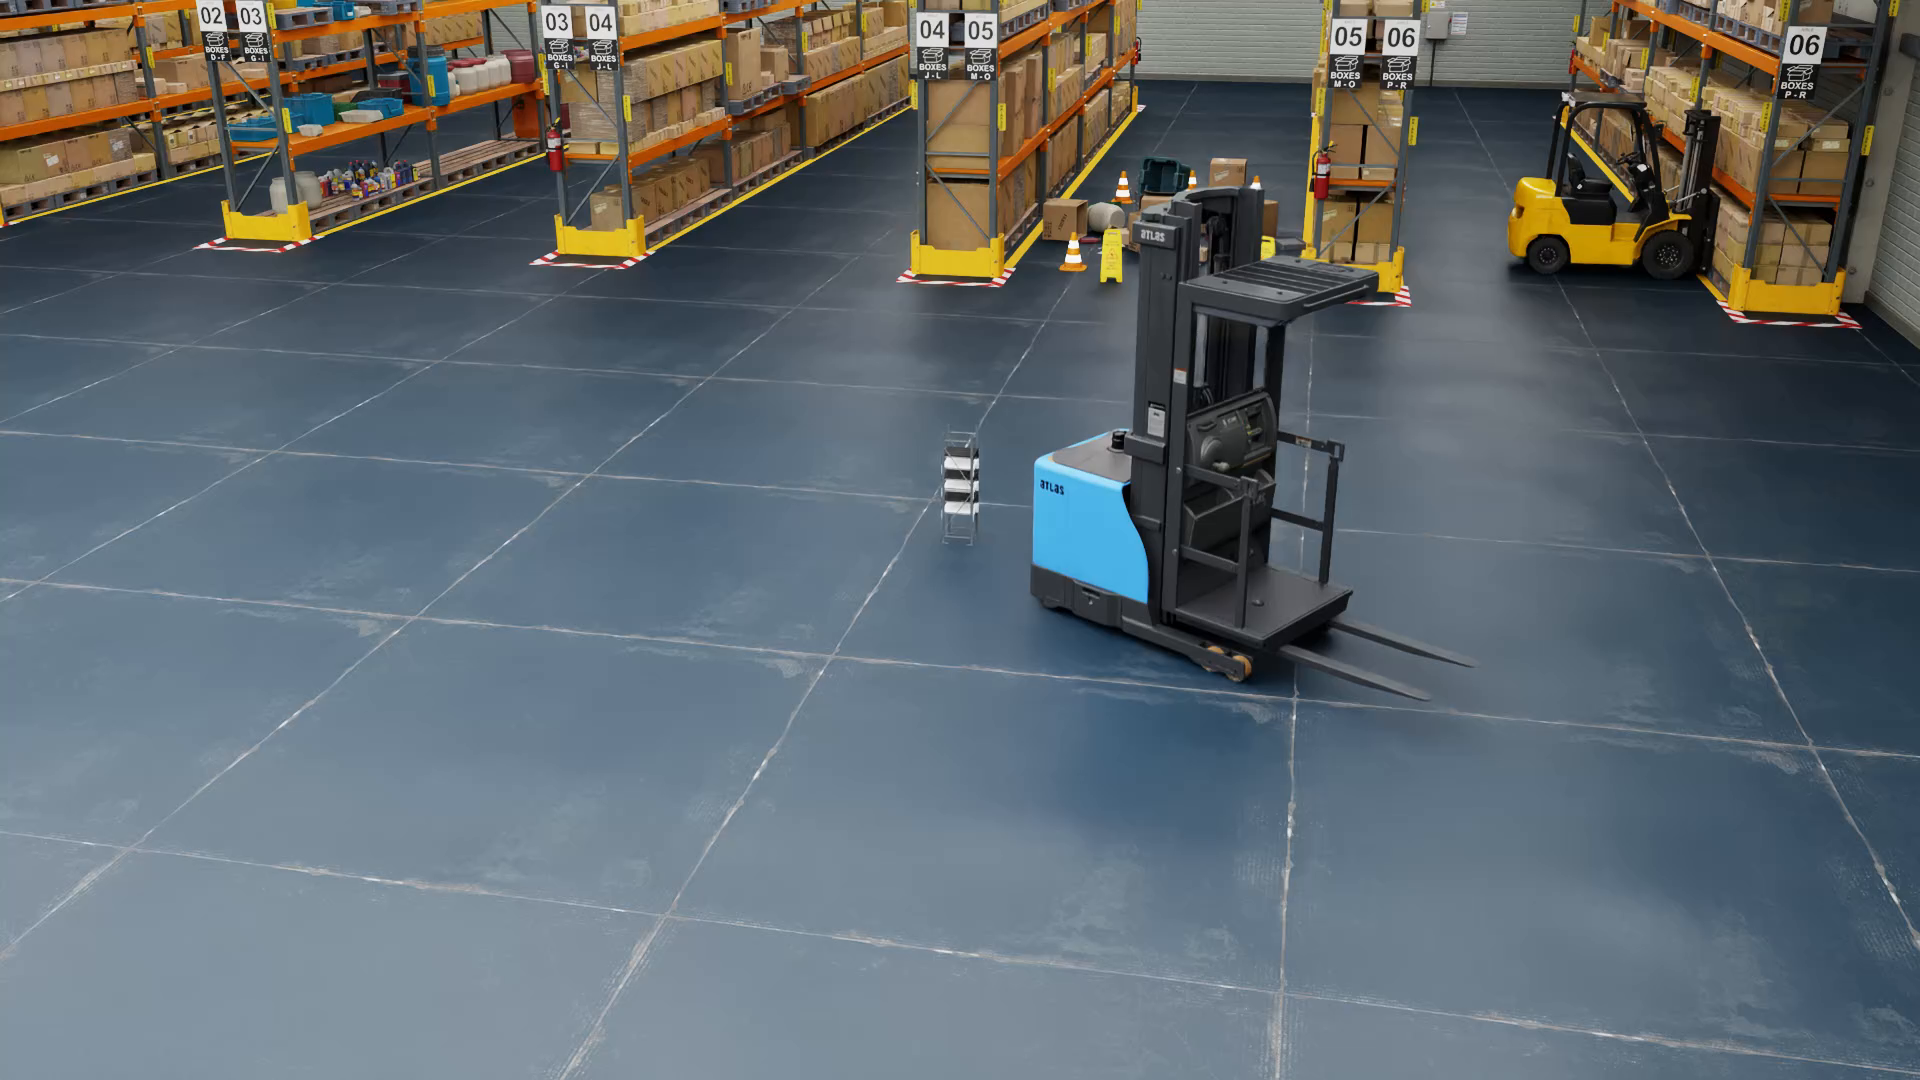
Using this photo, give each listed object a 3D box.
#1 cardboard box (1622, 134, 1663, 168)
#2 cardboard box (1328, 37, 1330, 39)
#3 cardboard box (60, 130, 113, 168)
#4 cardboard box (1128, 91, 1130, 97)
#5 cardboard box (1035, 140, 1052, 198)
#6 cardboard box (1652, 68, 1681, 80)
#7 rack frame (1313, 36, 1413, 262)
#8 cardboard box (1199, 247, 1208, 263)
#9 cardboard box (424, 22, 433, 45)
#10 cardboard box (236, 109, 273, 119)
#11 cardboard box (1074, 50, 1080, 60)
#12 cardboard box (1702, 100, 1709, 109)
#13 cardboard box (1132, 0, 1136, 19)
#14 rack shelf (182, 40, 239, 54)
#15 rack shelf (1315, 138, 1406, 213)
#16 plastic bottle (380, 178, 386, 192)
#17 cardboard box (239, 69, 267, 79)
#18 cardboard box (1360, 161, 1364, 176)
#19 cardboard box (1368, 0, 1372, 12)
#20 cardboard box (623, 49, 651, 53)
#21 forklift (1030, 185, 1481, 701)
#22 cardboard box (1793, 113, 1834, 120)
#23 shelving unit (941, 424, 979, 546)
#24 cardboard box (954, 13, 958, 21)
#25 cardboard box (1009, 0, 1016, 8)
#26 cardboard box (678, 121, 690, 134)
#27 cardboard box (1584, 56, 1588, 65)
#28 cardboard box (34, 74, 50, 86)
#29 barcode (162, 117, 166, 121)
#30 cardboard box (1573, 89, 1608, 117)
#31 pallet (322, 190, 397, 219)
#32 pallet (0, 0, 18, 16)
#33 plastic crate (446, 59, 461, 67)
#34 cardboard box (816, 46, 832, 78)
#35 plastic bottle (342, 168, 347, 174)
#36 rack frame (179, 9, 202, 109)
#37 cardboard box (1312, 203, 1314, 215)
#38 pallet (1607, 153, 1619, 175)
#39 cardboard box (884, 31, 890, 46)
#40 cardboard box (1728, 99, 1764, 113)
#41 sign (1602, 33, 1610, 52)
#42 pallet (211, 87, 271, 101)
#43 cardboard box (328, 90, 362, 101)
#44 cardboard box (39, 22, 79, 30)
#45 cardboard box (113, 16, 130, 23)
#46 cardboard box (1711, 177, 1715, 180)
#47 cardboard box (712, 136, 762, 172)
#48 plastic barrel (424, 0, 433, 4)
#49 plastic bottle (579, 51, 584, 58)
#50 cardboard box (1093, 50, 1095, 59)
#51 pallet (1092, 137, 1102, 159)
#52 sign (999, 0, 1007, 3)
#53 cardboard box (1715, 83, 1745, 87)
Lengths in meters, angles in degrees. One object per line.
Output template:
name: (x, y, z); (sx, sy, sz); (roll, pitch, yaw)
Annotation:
cardboard box: (11.321, -6.434, 27.599); (0.500, 0.500, 0.500); (4, 22, 10)
cardboard box: (4.909, -6.489, 21.271); (0.380, 0.149, 0.250); (4, 22, 10)
cardboard box: (-13.835, -6.188, 26.317); (0.500, 0.500, 0.500); (4, 22, 11)
cardboard box: (3.410, -9.485, 35.244); (0.380, 0.149, 0.250); (4, 22, 9)
cardboard box: (0.829, -5.686, 25.405); (1.050, 0.750, 0.750); (4, 22, 11)
cardboard box: (10.926, -7.201, 25.717); (0.380, 0.149, 0.250); (5, 22, 12)
rack frame: (4.840, -4.497, 20.005); (1.000, 3.000, 0.127); (4, 22, 11)
cardboard box: (3.130, -3.808, 22.109); (0.380, 0.149, 0.250); (18, 28, 38)
cardboard box: (-11.638, -10.797, 35.514); (0.500, 0.500, 0.500); (5, 22, 12)
cardboard box: (-12.891, -7.713, 30.359); (0.500, 0.311, 0.500); (4, 22, 10)
cardboard box: (1.891, -8.273, 28.359); (0.380, 0.149, 0.250); (4, 22, 11)
cardboard box: (10.194, -5.834, 22.321); (0.380, 0.149, 0.250); (4, 22, 10)
cardboard box: (3.389, -11.151, 34.656); (0.500, 0.500, 0.500); (4, 22, 10)
rack shelf: (-16.552, -11.172, 37.541); (1.077, 0.370, 4.000); (4, 22, 11)
rack shelf: (5.248, -4.895, 21.955); (1.077, 0.370, 4.000); (4, 22, 11)
plastic bottle: (-8.882, -5.449, 25.525); (0.097, 0.201, 0.097); (0, 22, 0)
cardboard box: (-12.839, -8.468, 30.201); (0.380, 0.149, 0.250); (4, 22, 11)
cardboard box: (5.150, -4.583, 20.553); (0.380, 0.149, 0.250); (5, 22, 12)
cardboard box: (4.847, -6.563, 20.388); (0.380, 0.149, 0.250); (5, 22, 11)
cardboard box: (-4.680, -6.669, 23.527); (0.500, 0.500, 0.500); (4, 22, 11)
forklift: (1.912, -0.676, 10.608); (3.031, 2.935, 1.130); (19, 29, 39)
cardboard box: (10.170, -4.992, 19.833); (0.380, 0.149, 0.250); (5, 22, 11)
shelving unit: (0.002, -0.420, 12.693); (0.258, 0.900, 0.210); (4, 22, 11)
cardboard box: (-0.238, -6.593, 20.834); (0.380, 0.149, 0.250); (5, 22, 11)
cardboard box: (0.426, -6.881, 21.016); (0.500, 0.250, 0.500); (4, 22, 10)
cardboard box: (-4.122, -5.950, 23.950); (0.380, 0.149, 0.250); (4, 22, 11)
cardboard box: (12.318, -9.288, 32.238); (0.380, 0.149, 0.250); (4, 22, 9)
cardboard box: (-14.007, -6.955, 25.105); (0.380, 0.149, 0.250); (4, 22, 10)
barcode: (-13.282, -7.024, 27.750); (0.001, 0.075, 0.075); (4, 22, 11)
cardboard box: (12.748, -8.792, 33.448); (0.797, 0.503, 0.637); (4, 22, 9)
pallet: (-9.318, -5.110, 25.258); (1.003, 0.211, 1.213); (4, 22, 11)
pallet: (-14.389, -7.616, 23.852); (1.003, 0.211, 1.213); (4, 22, 11)
plastic crate: (-8.707, -8.018, 28.661); (0.402, 0.464, 0.583); (4, 22, 11)
cardboard box: (-2.659, -8.758, 30.451); (0.500, 0.500, 0.500); (4, 22, 10)
plastic bottle: (-9.578, -5.647, 25.908); (0.061, 0.283, 0.133); (5, 23, 13)
rack frame: (-16.960, -10.774, 35.590); (1.000, 3.000, 0.127); (4, 22, 11)
cardboard box: (5.272, -4.684, 23.588); (0.500, 0.250, 0.500); (3, 22, 8)
pallet: (11.773, -6.467, 28.630); (1.003, 0.211, 1.213); (4, 22, 11)
cardboard box: (-1.745, -10.413, 34.495); (0.500, 0.250, 0.500); (4, 22, 11)
cardboard box: (9.976, -5.497, 21.087); (0.380, 0.149, 0.250); (4, 22, 11)
sign: (11.616, -8.949, 29.900); (0.100, 0.325, 0.005); (4, 22, 11)
pallet: (-16.481, -10.200, 37.898); (1.003, 0.211, 1.213); (4, 22, 11)
cardboard box: (-12.243, -8.690, 33.174); (0.500, 0.500, 0.500); (4, 22, 9)
cardboard box: (-17.425, -10.010, 32.129); (0.500, 0.250, 0.500); (5, 22, 12)
cardboard box: (-17.126, -10.566, 33.511); (0.500, 0.250, 0.500); (4, 22, 10)
cardboard box: (10.111, -4.813, 22.569); (0.500, 0.250, 0.500); (4, 22, 10)
cardboard box: (-3.669, -6.361, 27.389); (0.700, 0.500, 0.500); (3, 22, 6)
plastic barrel: (-8.869, -9.159, 26.893); (0.600, 0.901, 0.600); (0, 22, 0)
plastic bottle: (-7.280, -9.256, 31.976); (0.061, 0.283, 0.133); (4, 22, 11)
cardboard box: (2.214, -8.711, 29.844); (0.380, 0.149, 0.250); (5, 23, 13)
pallet: (2.018, -7.200, 30.449); (1.003, 0.211, 1.213); (4, 22, 11)
sign: (0.516, -6.627, 20.001); (0.100, 0.325, 0.005); (4, 22, 11)
cardboard box: (11.110, -6.505, 23.987); (0.380, 0.149, 0.250); (4, 22, 11)
